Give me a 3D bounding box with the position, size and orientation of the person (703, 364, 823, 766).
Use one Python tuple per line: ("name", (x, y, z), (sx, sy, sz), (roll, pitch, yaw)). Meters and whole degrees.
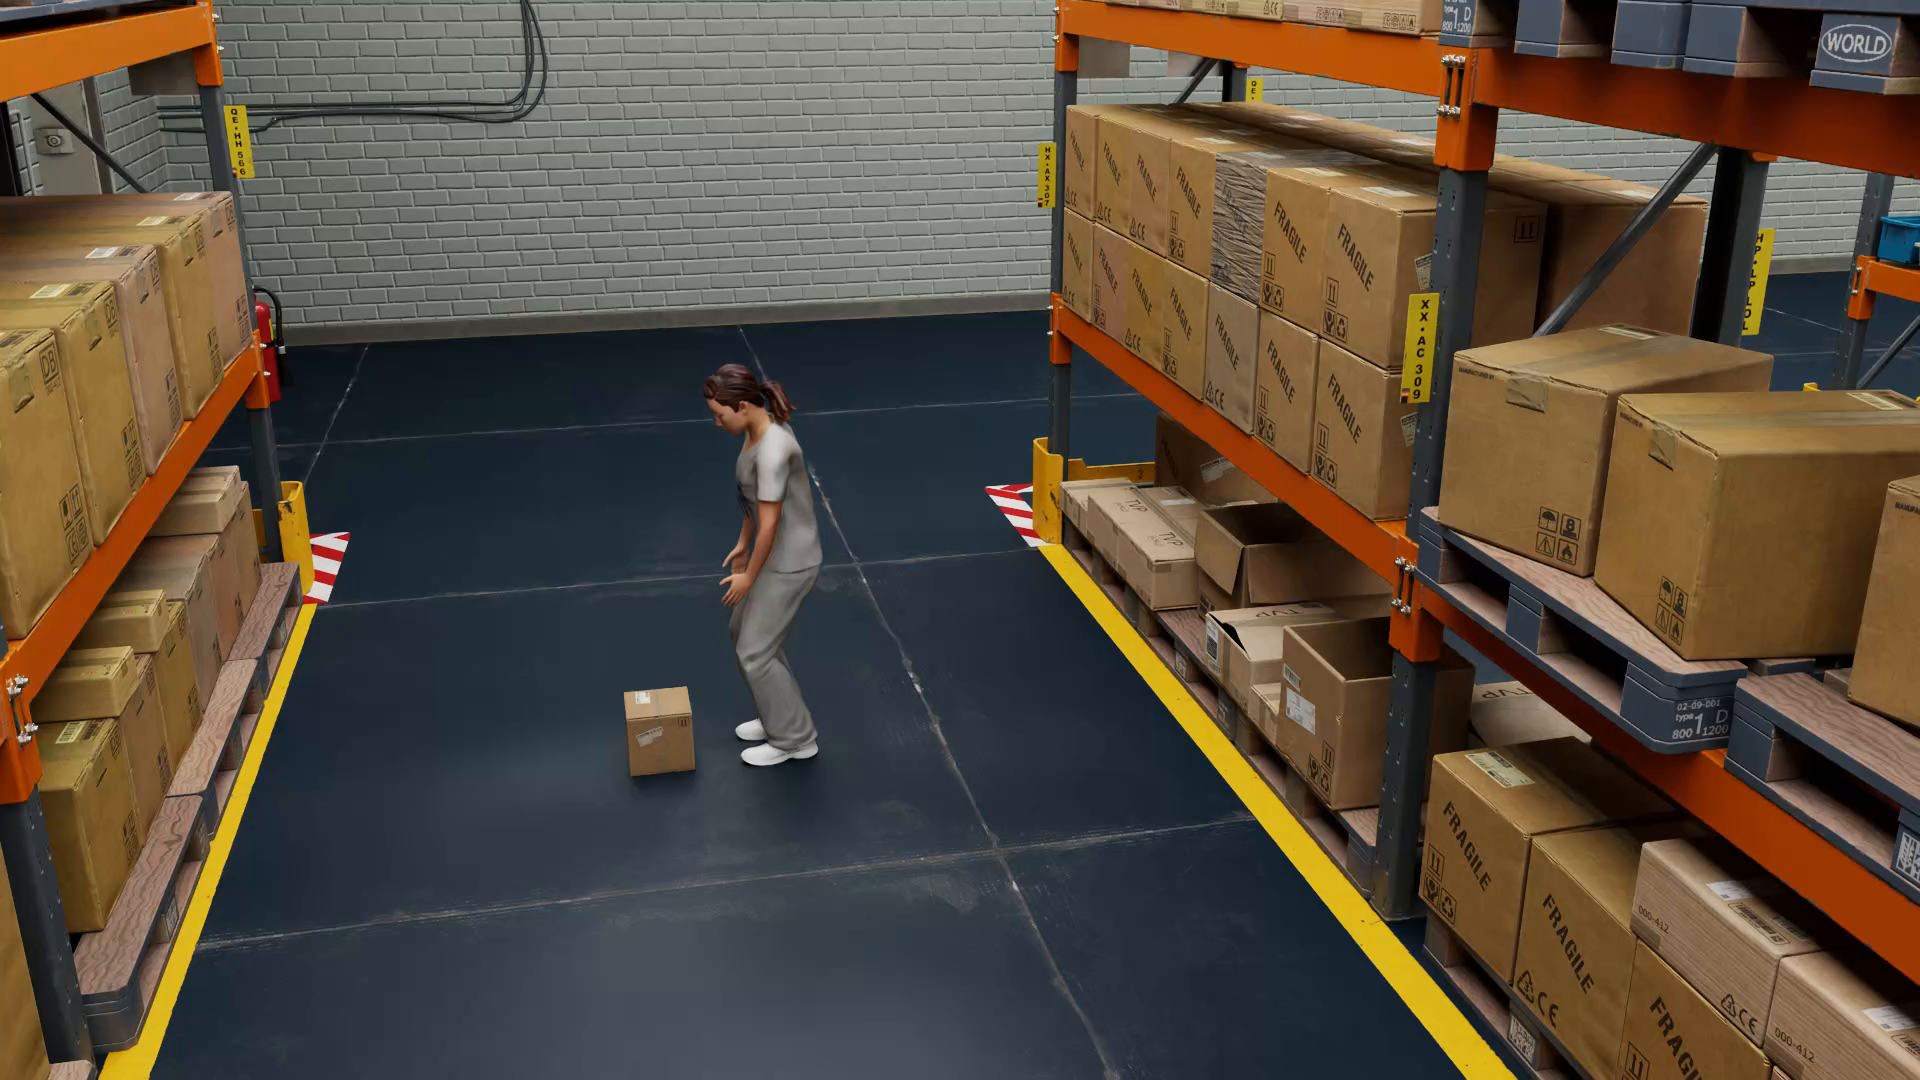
("person", (-0.743, 0.096, 6.427), (0.426, 1.603, 0.468), (-4, 20, -11))
